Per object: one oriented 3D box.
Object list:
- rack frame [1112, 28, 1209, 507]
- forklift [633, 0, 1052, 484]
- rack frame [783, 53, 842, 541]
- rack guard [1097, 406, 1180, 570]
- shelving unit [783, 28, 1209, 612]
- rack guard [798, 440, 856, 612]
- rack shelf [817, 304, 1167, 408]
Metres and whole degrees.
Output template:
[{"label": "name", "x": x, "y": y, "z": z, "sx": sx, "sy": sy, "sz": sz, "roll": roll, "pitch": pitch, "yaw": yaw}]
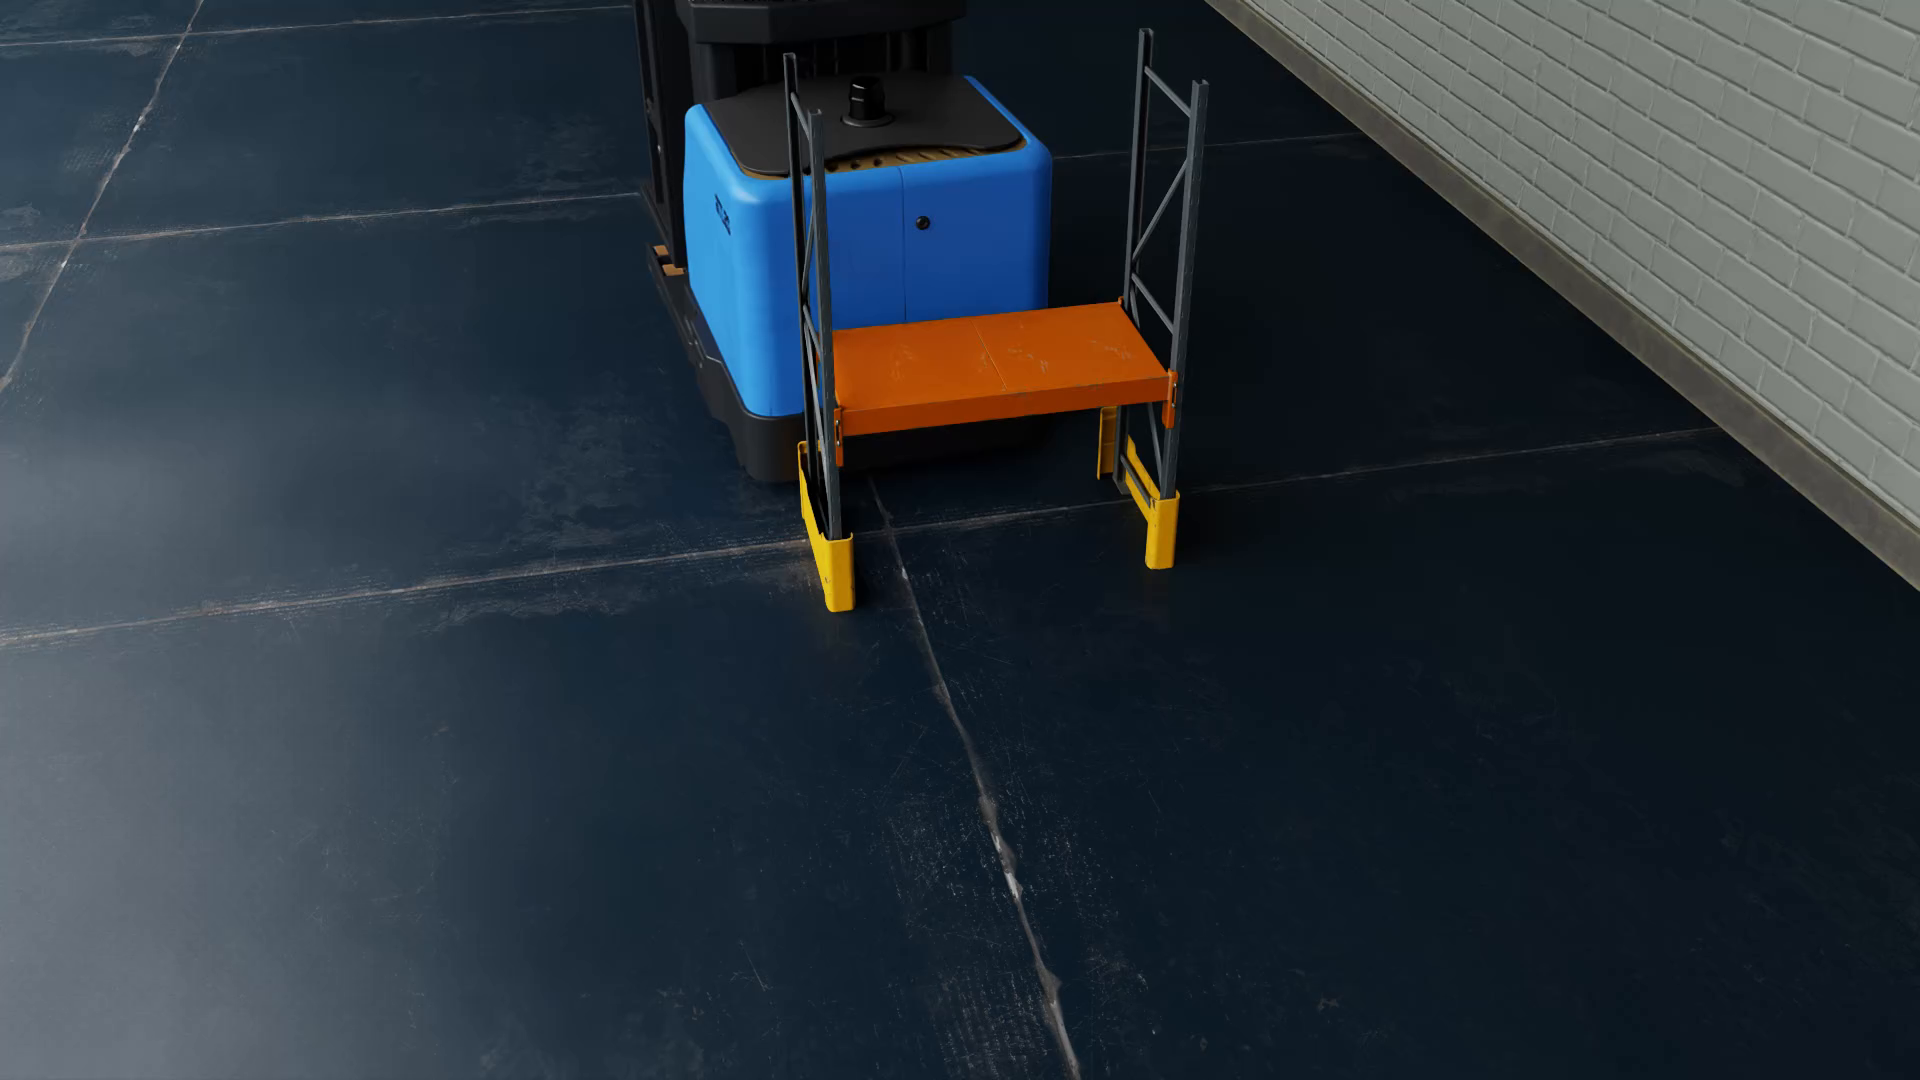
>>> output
[{"label": "rack frame", "x": 0.579, "y": -0.696, "z": 4.941, "sx": 0.032, "sy": 1.500, "sz": 0.500, "roll": -7, "pitch": 35, "yaw": -11}, {"label": "forklift", "x": -15.846, "y": -2.616, "z": 6.518, "sx": 29.544, "sy": 2.935, "sz": 13.953, "roll": -10, "pitch": 35, "yaw": -15}, {"label": "rack frame", "x": -0.413, "y": -0.571, "z": 4.755, "sx": 0.032, "sy": 1.500, "sz": 0.500, "roll": -7, "pitch": 35, "yaw": -11}, {"label": "rack guard", "x": 0.560, "y": -0.174, "z": 5.286, "sx": 0.087, "sy": 0.250, "sz": 0.587, "roll": -7, "pitch": 35, "yaw": -11}, {"label": "shelving unit", "x": 0.074, "y": -0.632, "z": 4.846, "sx": 1.083, "sy": 1.500, "sz": 0.587, "roll": -7, "pitch": 35, "yaw": -11}, {"label": "rack guard", "x": -0.411, "y": -0.052, "z": 5.103, "sx": 0.087, "sy": 0.250, "sz": 0.587, "roll": -7, "pitch": 35, "yaw": -11}, {"label": "rack shelf", "x": 0.083, "y": -0.539, "z": 4.911, "sx": 0.952, "sy": 0.026, "sz": 0.459, "roll": -7, "pitch": 35, "yaw": -11}]
